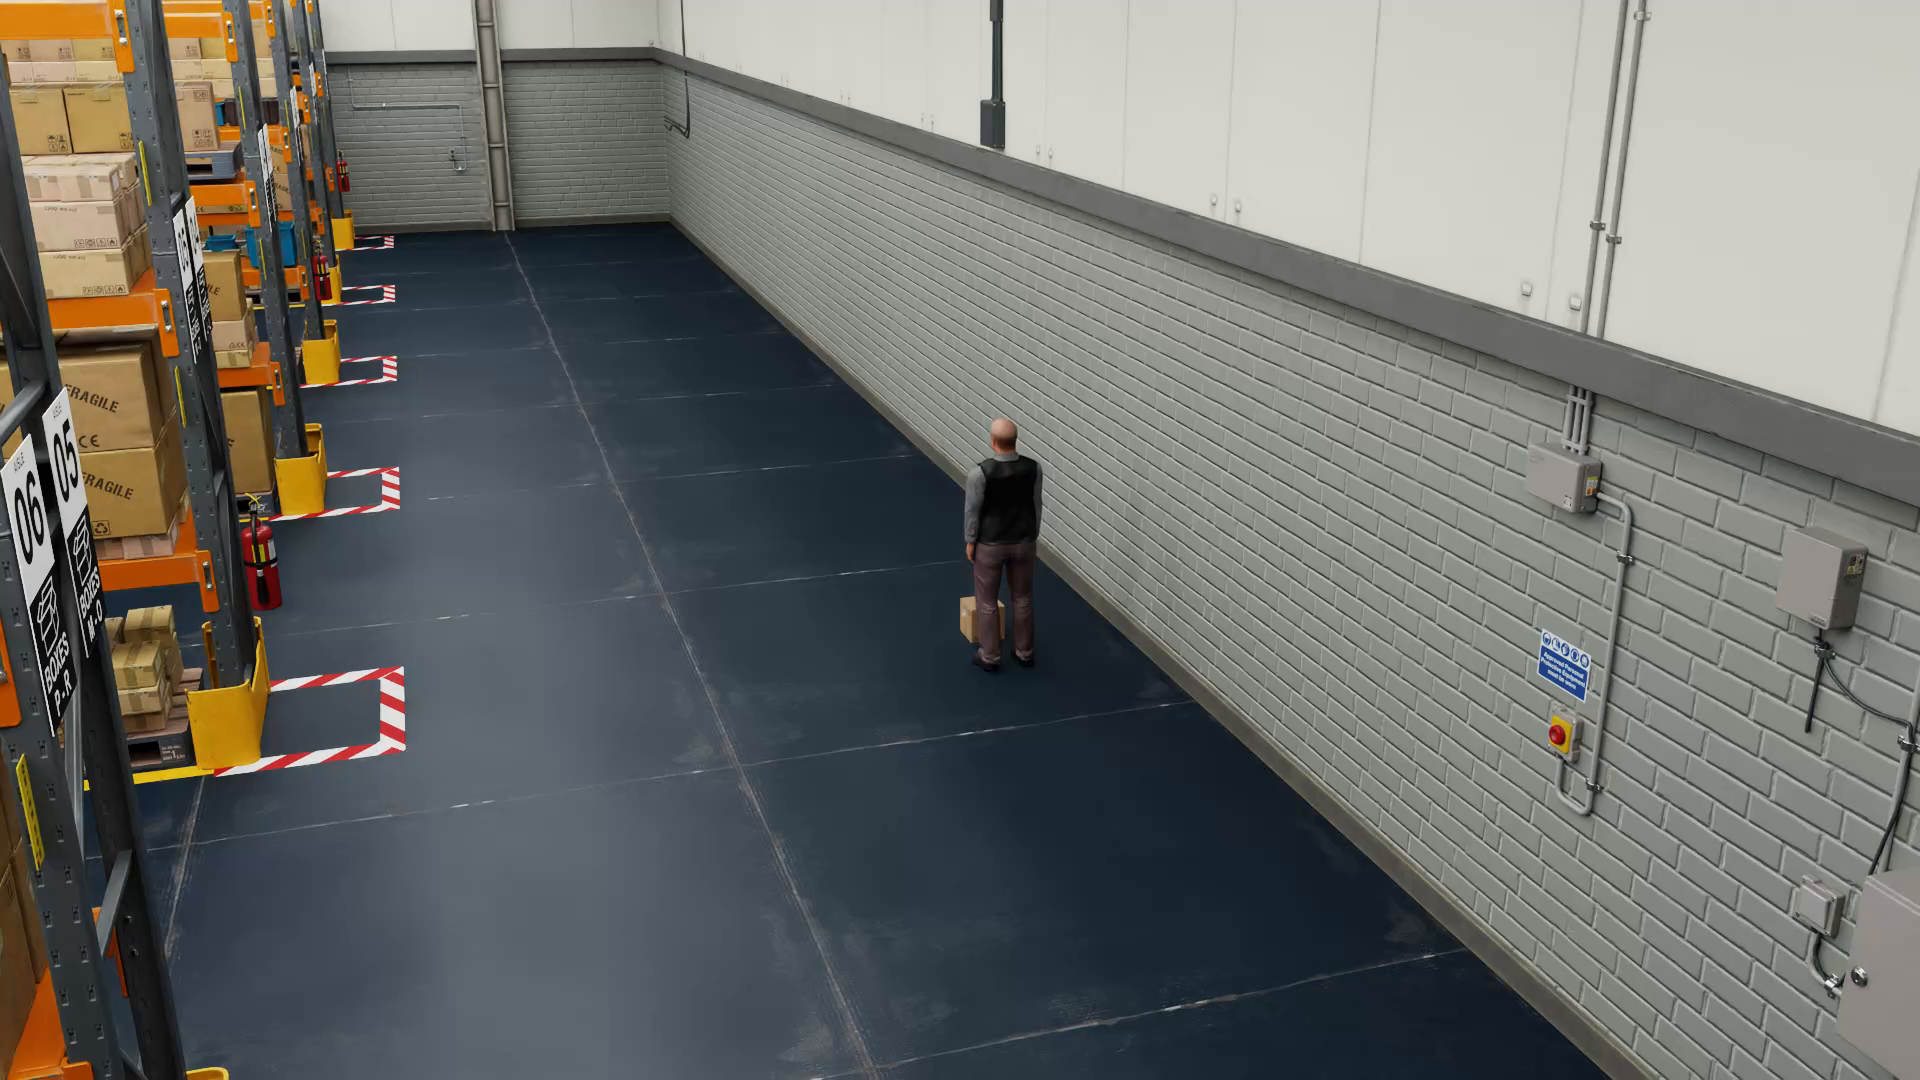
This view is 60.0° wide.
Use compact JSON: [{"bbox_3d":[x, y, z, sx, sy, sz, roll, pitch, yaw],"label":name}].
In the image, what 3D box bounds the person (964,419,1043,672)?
[{"bbox_3d":[0.278,0.028,11.007,0.533,1.714,0.359,-6,20,-16],"label":"person"}]
